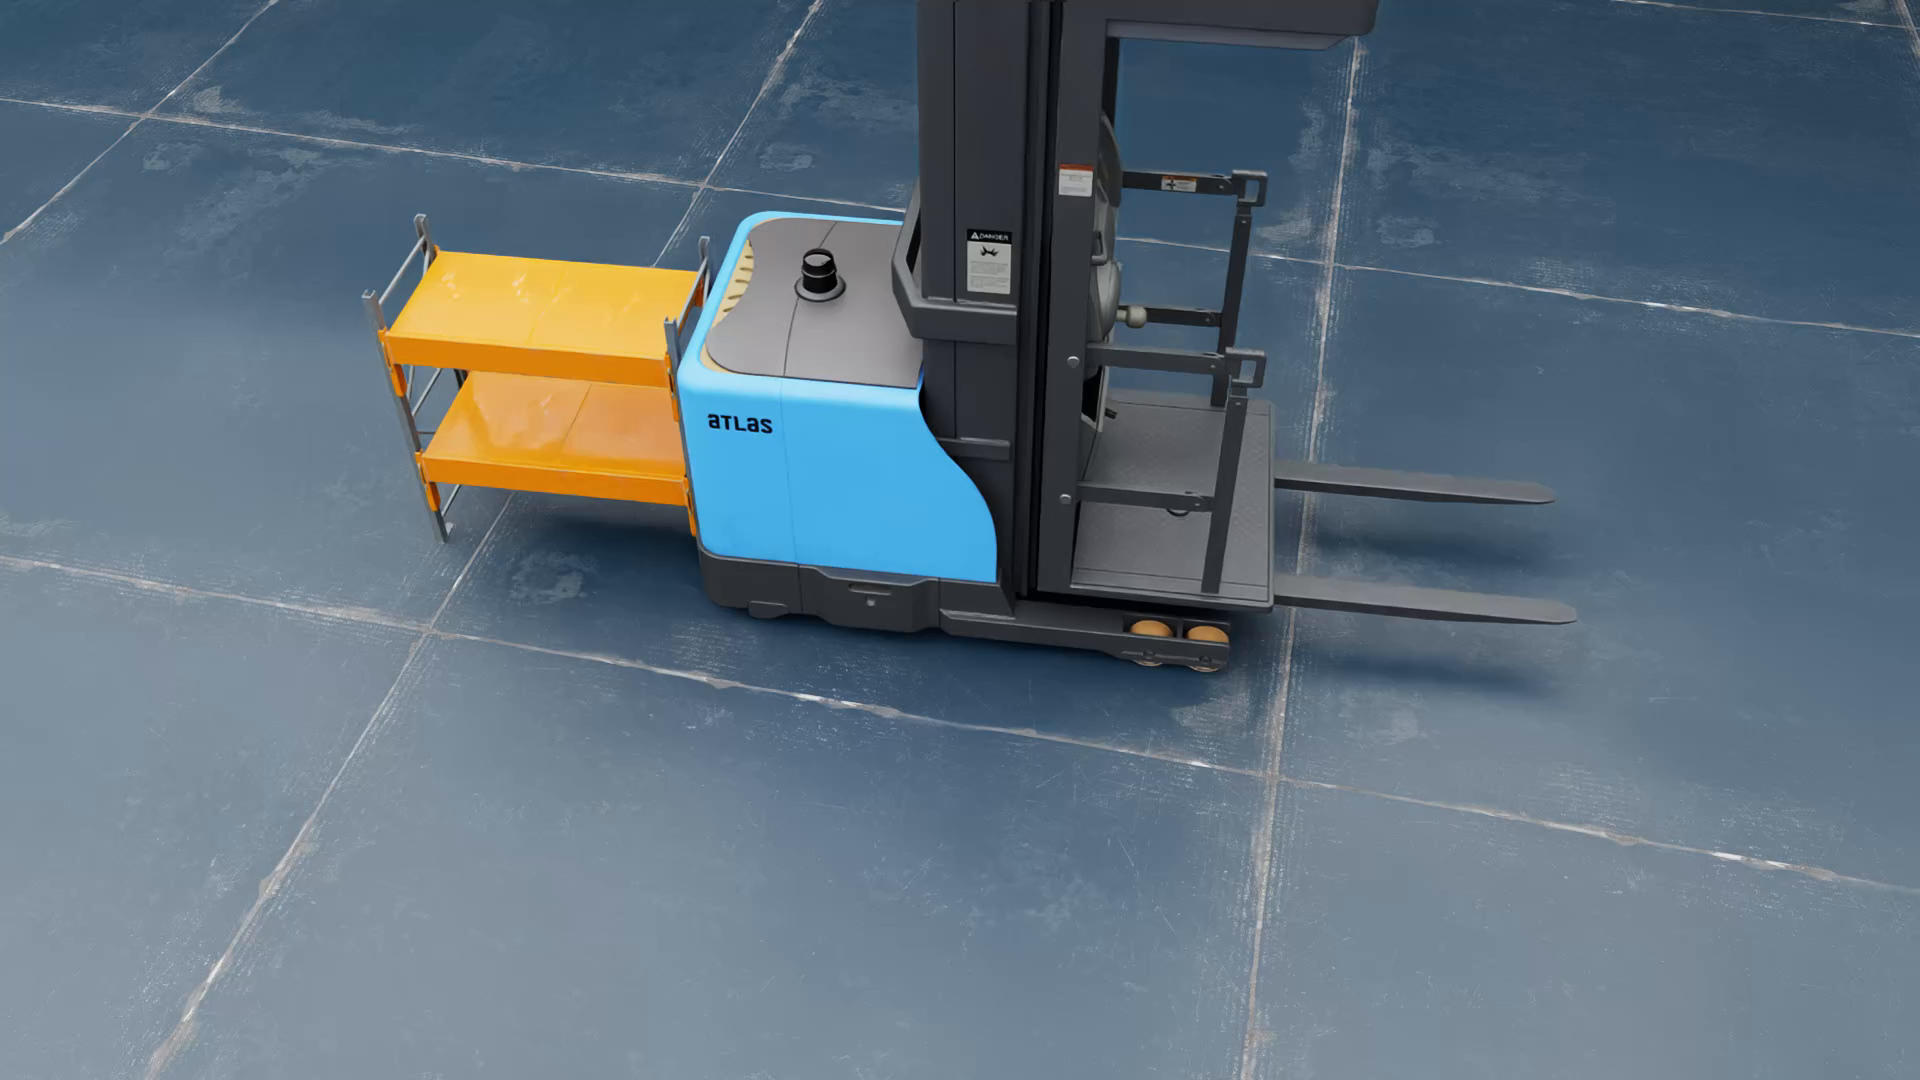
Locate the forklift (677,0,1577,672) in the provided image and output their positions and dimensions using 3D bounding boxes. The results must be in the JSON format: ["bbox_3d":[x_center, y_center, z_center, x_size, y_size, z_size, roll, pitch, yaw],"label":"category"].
[{"bbox_3d":[0.641,-0.994,5.169,3.031,2.935,1.130,5,44,6],"label":"forklift"}]

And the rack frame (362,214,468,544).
[{"bbox_3d":[-1.914,-0.562,6.023,0.032,1.125,0.500,5,44,6],"label":"rack frame"}]

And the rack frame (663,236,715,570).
[{"bbox_3d":[-0.907,-0.465,5.922,0.032,1.125,0.500,5,44,6],"label":"rack frame"}]

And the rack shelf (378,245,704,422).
[{"bbox_3d":[-1.411,-0.725,5.770,1.000,0.278,0.538,5,44,6],"label":"rack shelf"}]

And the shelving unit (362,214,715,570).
[{"bbox_3d":[-1.411,-0.514,5.973,1.048,1.125,0.538,5,44,6],"label":"shelving unit"}]

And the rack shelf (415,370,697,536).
[{"bbox_3d":[-1.411,-0.338,6.142,1.000,0.278,0.538,5,44,6],"label":"rack shelf"}]
